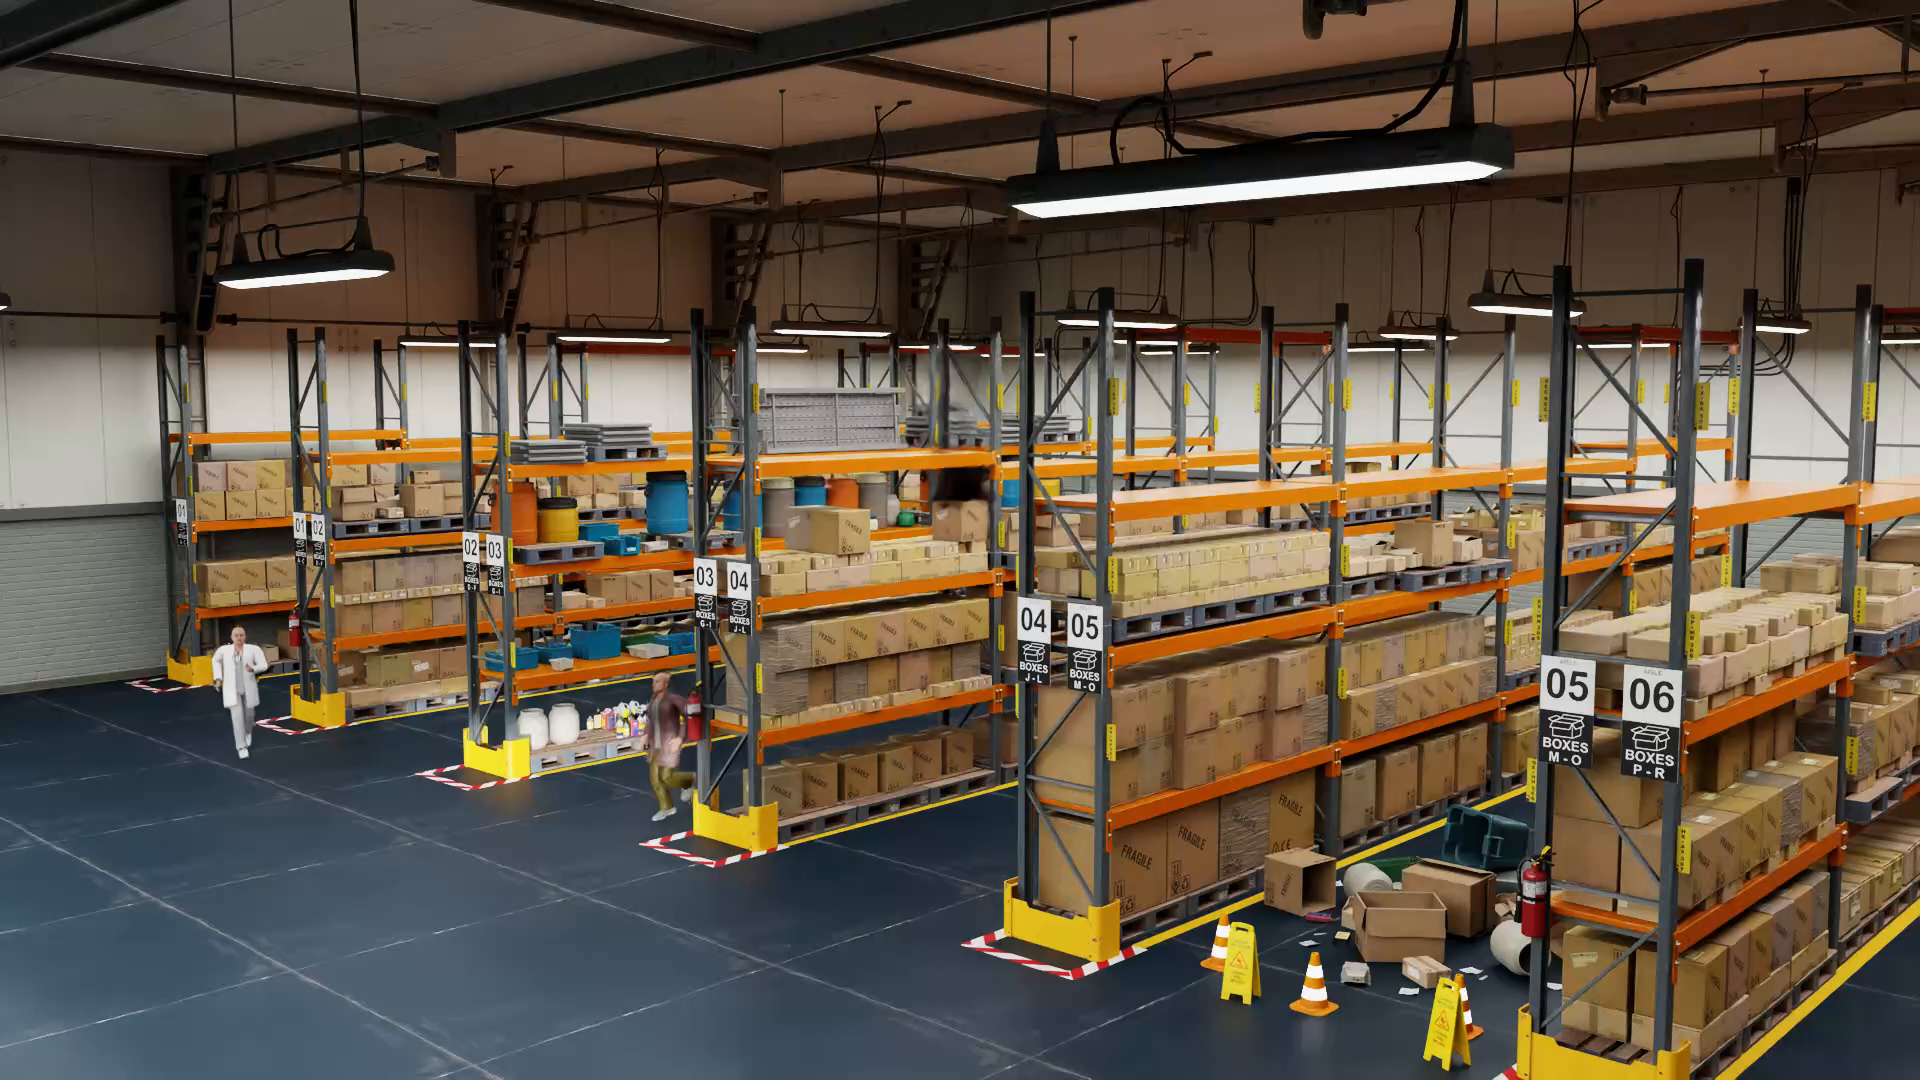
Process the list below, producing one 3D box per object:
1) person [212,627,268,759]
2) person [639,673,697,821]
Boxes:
[{"bbox_3d":[-9.996,2.079,23.116,0.703,1.762,1.051,-3,6,-26],"label":"person"},{"bbox_3d":[-3.444,2.487,19.874,0.725,1.680,0.709,4,7,38],"label":"person"}]
